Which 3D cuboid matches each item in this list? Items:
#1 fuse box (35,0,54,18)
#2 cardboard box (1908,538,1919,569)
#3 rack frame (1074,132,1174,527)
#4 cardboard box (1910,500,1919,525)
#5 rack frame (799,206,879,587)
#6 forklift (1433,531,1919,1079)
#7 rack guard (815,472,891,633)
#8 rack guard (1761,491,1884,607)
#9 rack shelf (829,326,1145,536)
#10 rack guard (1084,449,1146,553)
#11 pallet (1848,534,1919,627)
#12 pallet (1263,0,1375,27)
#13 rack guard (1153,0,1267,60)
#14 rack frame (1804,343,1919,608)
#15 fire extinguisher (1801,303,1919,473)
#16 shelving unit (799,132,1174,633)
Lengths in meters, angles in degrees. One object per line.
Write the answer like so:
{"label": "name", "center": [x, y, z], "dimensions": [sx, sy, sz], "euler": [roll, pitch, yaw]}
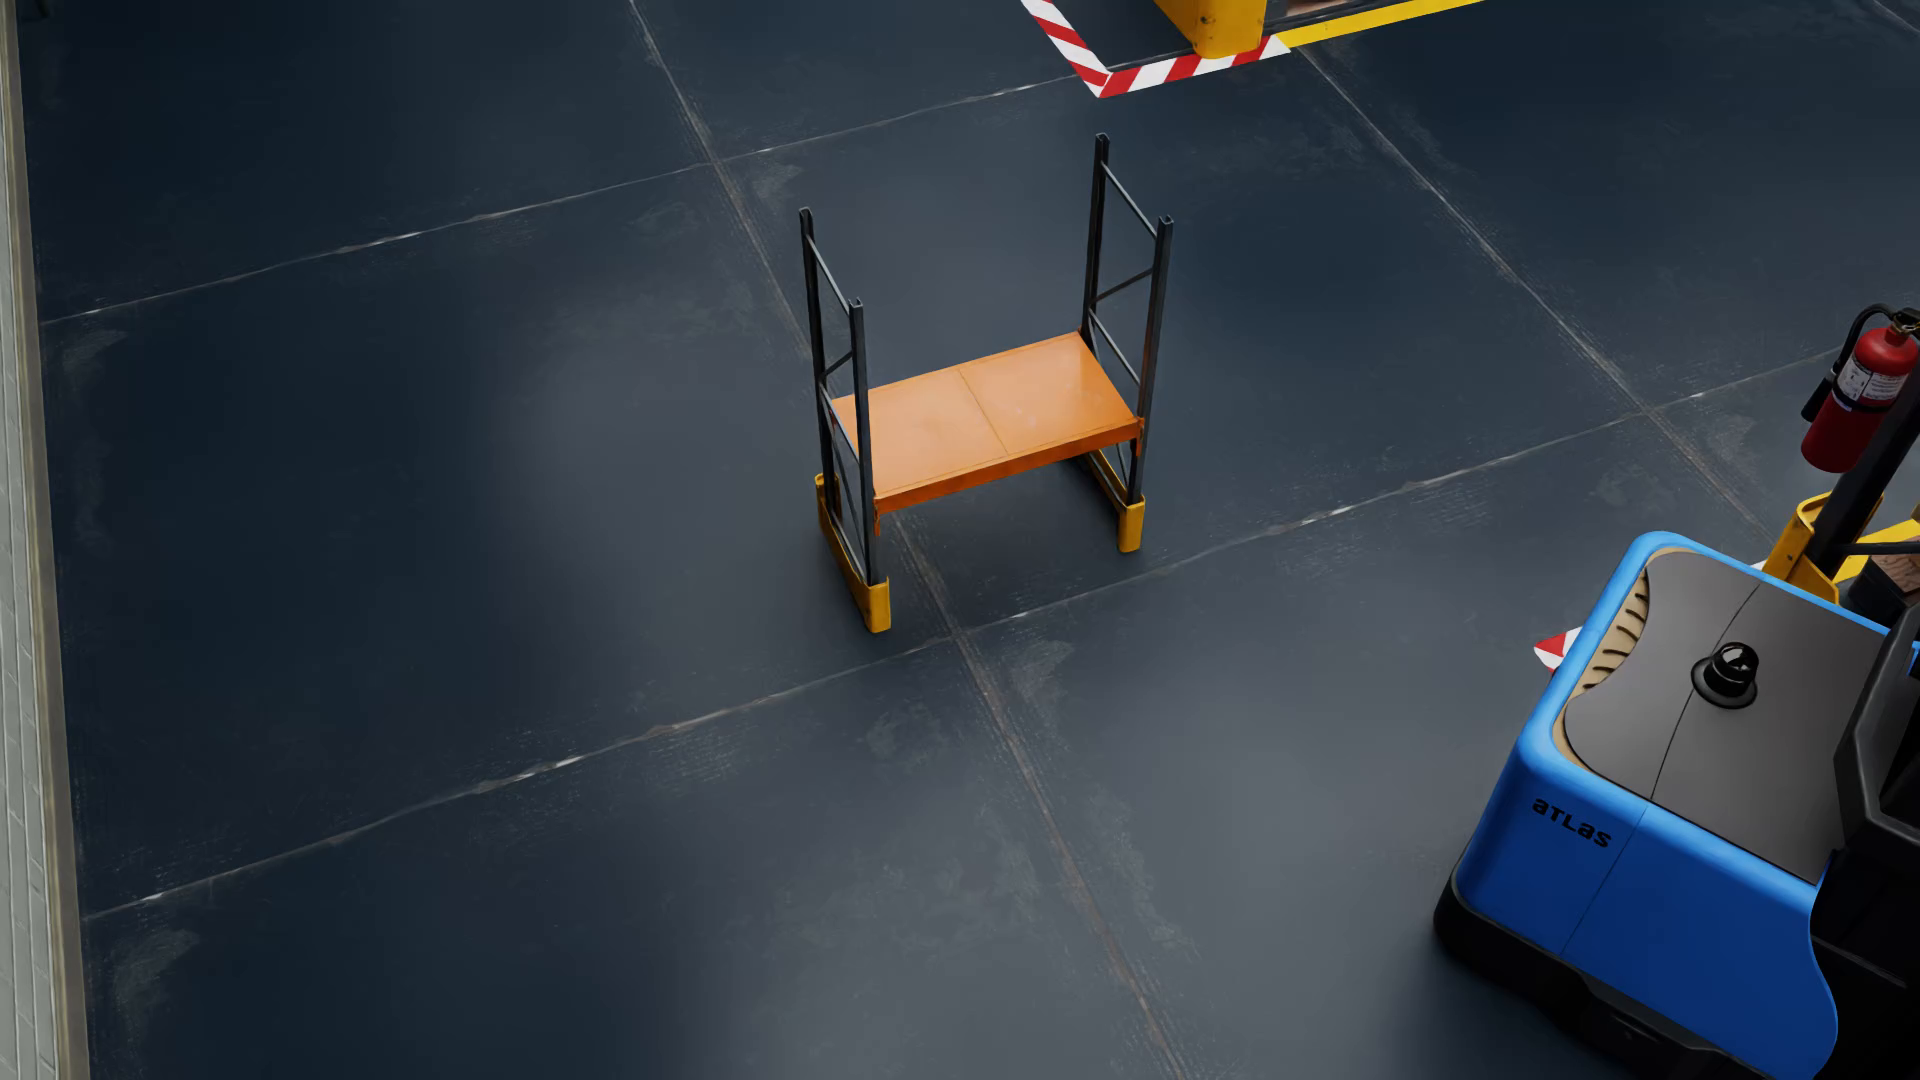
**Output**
{"label": "fuse box", "center": [-4.691, -3.294, 7.951], "dimensions": [0.414, 1.711, 0.539], "euler": [-17, 52, -14]}
{"label": "cardboard box", "center": [3.554, 0.112, 5.779], "dimensions": [0.250, 0.149, 0.380], "euler": [-16, 51, -14]}
{"label": "rack frame", "center": [0.550, -0.659, 5.827], "dimensions": [0.032, 1.500, 0.500], "euler": [-17, 52, -14]}
{"label": "cardboard box", "center": [3.526, -0.039, 5.713], "dimensions": [0.250, 0.149, 0.380], "euler": [-18, 52, -15]}
{"label": "rack frame", "center": [-0.392, -0.367, 5.577], "dimensions": [0.032, 1.500, 0.500], "euler": [-17, 52, -14]}
{"label": "forklift", "center": [2.960, 0.640, 3.768], "dimensions": [3.031, 2.935, 1.130], "euler": [28, 55, 22]}
{"label": "rack guard", "center": [-0.390, 0.040, 6.051], "dimensions": [0.087, 0.250, 0.587], "euler": [-17, 52, -14]}
{"label": "rack guard", "center": [3.216, 0.410, 5.568], "dimensions": [0.348, 0.500, 1.175], "euler": [-17, 52, -14]}
{"label": "rack shelf", "center": [0.079, -0.396, 5.838], "dimensions": [1.000, 0.185, 0.538], "euler": [-17, 52, -14]}
{"label": "rack guard", "center": [0.532, -0.246, 6.297], "dimensions": [0.087, 0.250, 0.587], "euler": [-17, 52, -14]}
{"label": "pallet", "center": [3.981, 0.296, 5.857], "dimensions": [1.213, 0.211, 1.003], "euler": [-17, 52, -14]}
{"label": "pallet", "center": [1.891, -3.206, 8.864], "dimensions": [1.213, 0.211, 1.003], "euler": [-17, 52, -14]}
{"label": "rack guard", "center": [1.158, -3.009, 8.505], "dimensions": [0.348, 0.500, 1.175], "euler": [-17, 52, -14]}
{"label": "rack frame", "center": [3.145, -0.383, 4.601], "dimensions": [0.127, 3.000, 1.000], "euler": [-17, 52, -14]}
{"label": "fire extinguisher", "center": [2.737, -0.488, 4.989], "dimensions": [0.183, 0.674, 0.296], "euler": [-17, 52, -14]}
{"label": "shelving unit", "center": [0.071, -0.511, 5.700], "dimensions": [1.083, 1.500, 0.587], "euler": [-17, 52, -14]}
